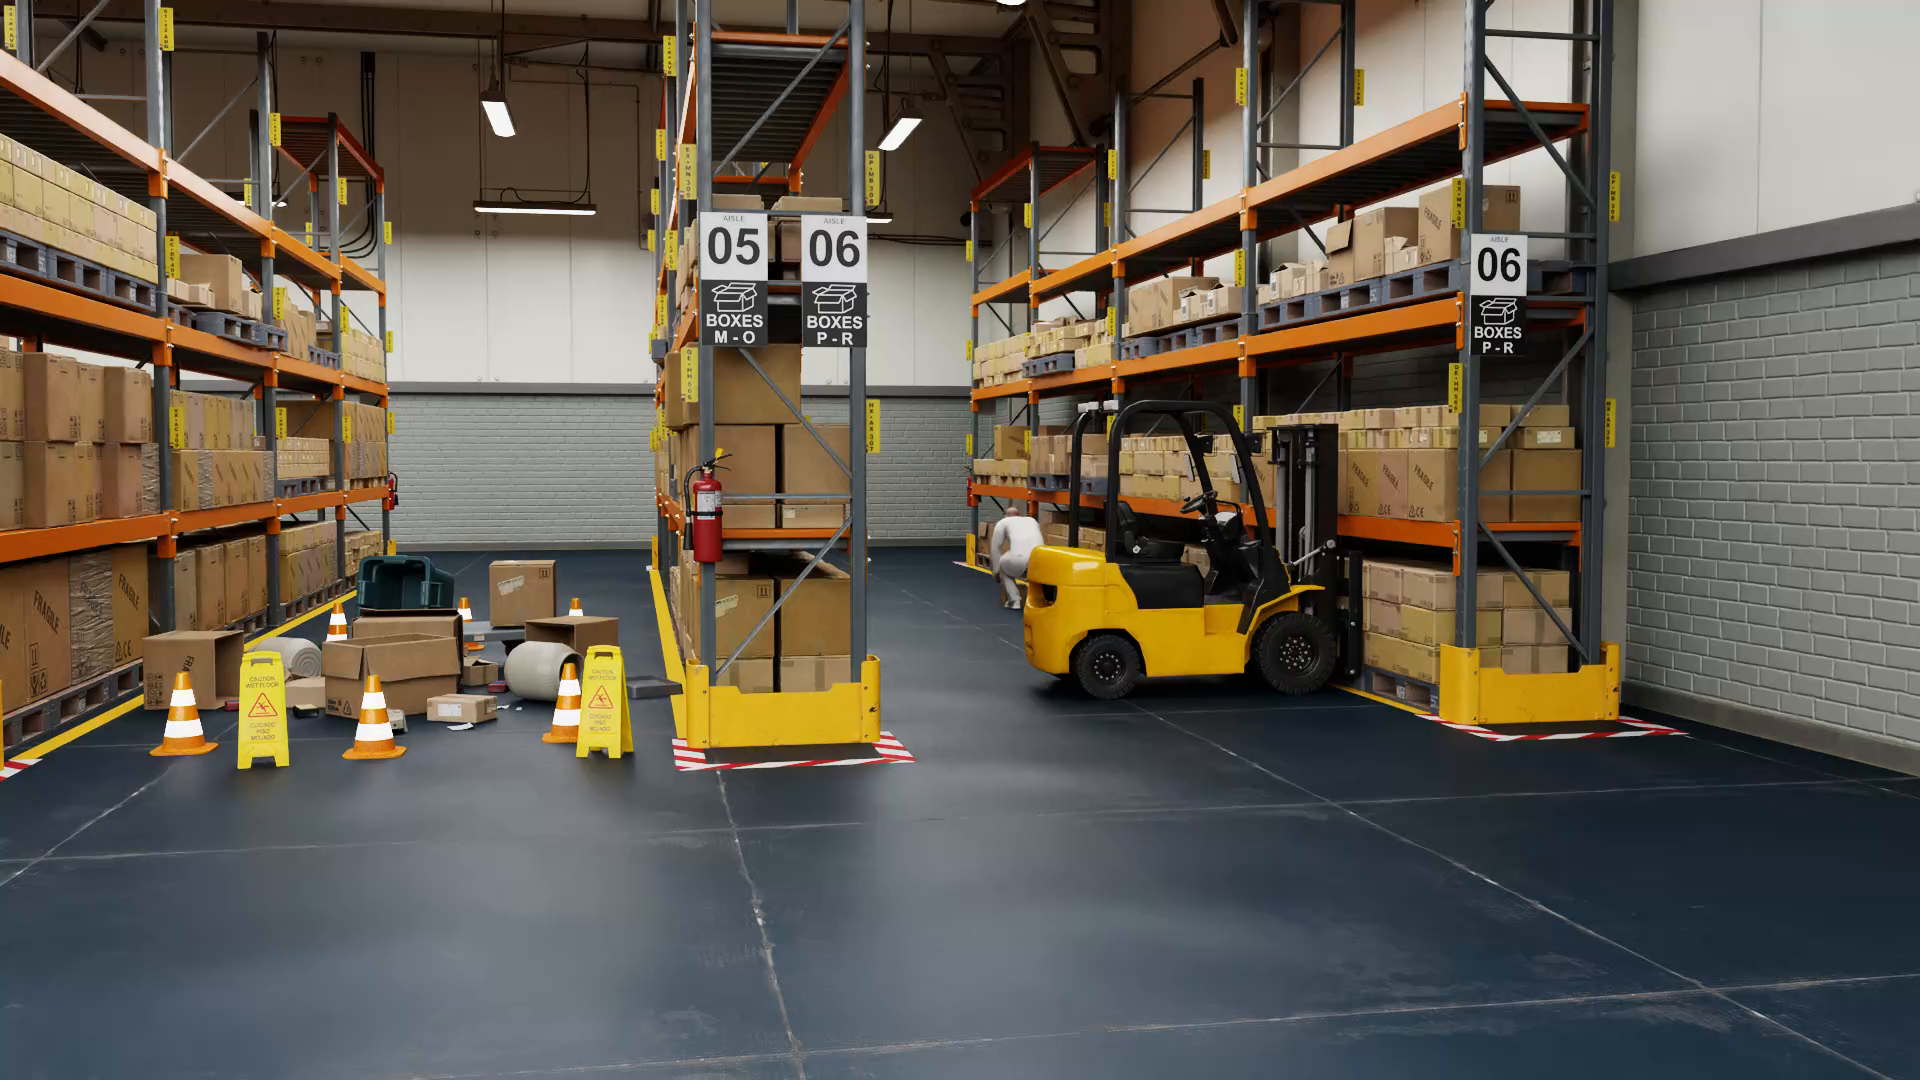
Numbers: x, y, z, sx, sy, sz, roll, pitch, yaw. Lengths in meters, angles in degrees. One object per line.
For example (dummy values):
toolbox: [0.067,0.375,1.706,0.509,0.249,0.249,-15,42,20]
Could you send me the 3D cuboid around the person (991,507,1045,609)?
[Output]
person: [0.695,0.210,19.155,0.623,1.153,0.842,-1,3,-10]
